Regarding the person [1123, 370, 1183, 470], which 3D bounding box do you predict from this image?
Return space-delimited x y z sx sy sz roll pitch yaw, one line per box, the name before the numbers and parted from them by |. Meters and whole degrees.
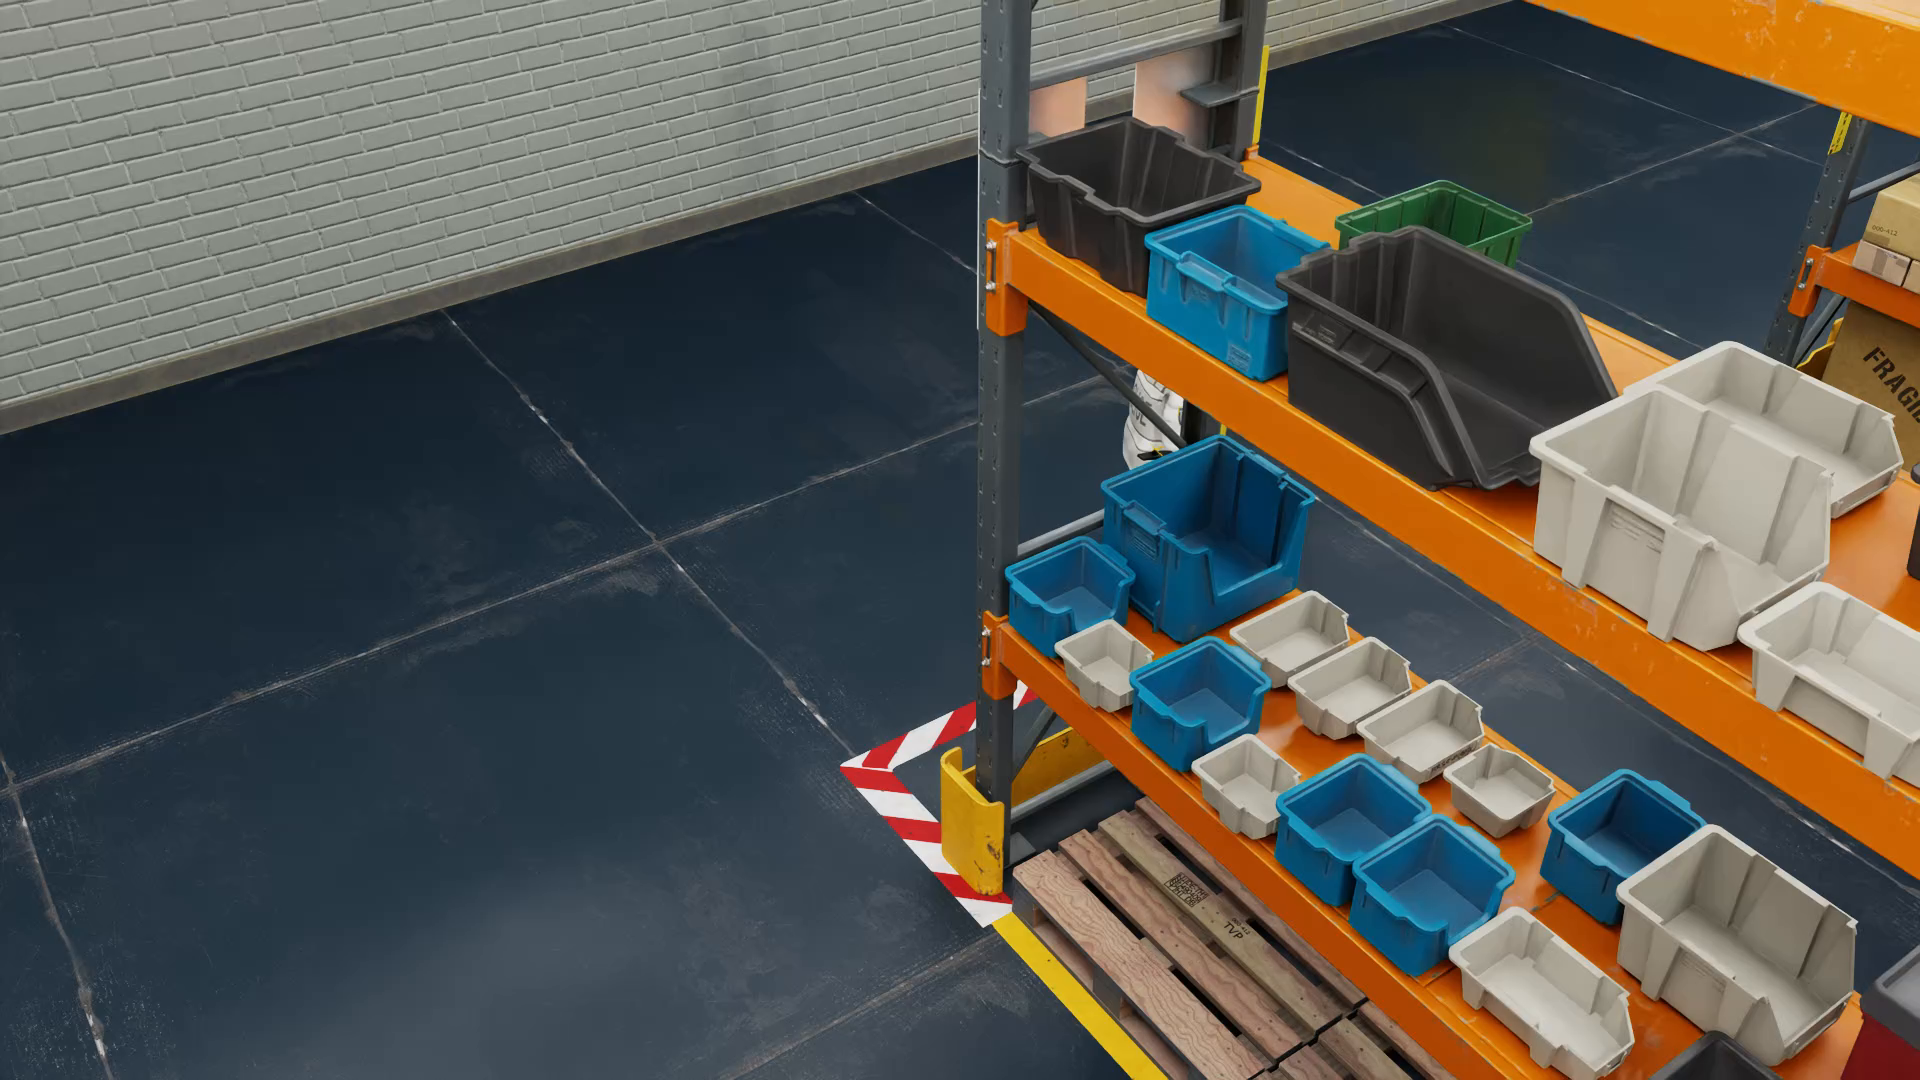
person | 0.925 -0.340 7.456 0.376 1.662 0.544 -5 37 -6
